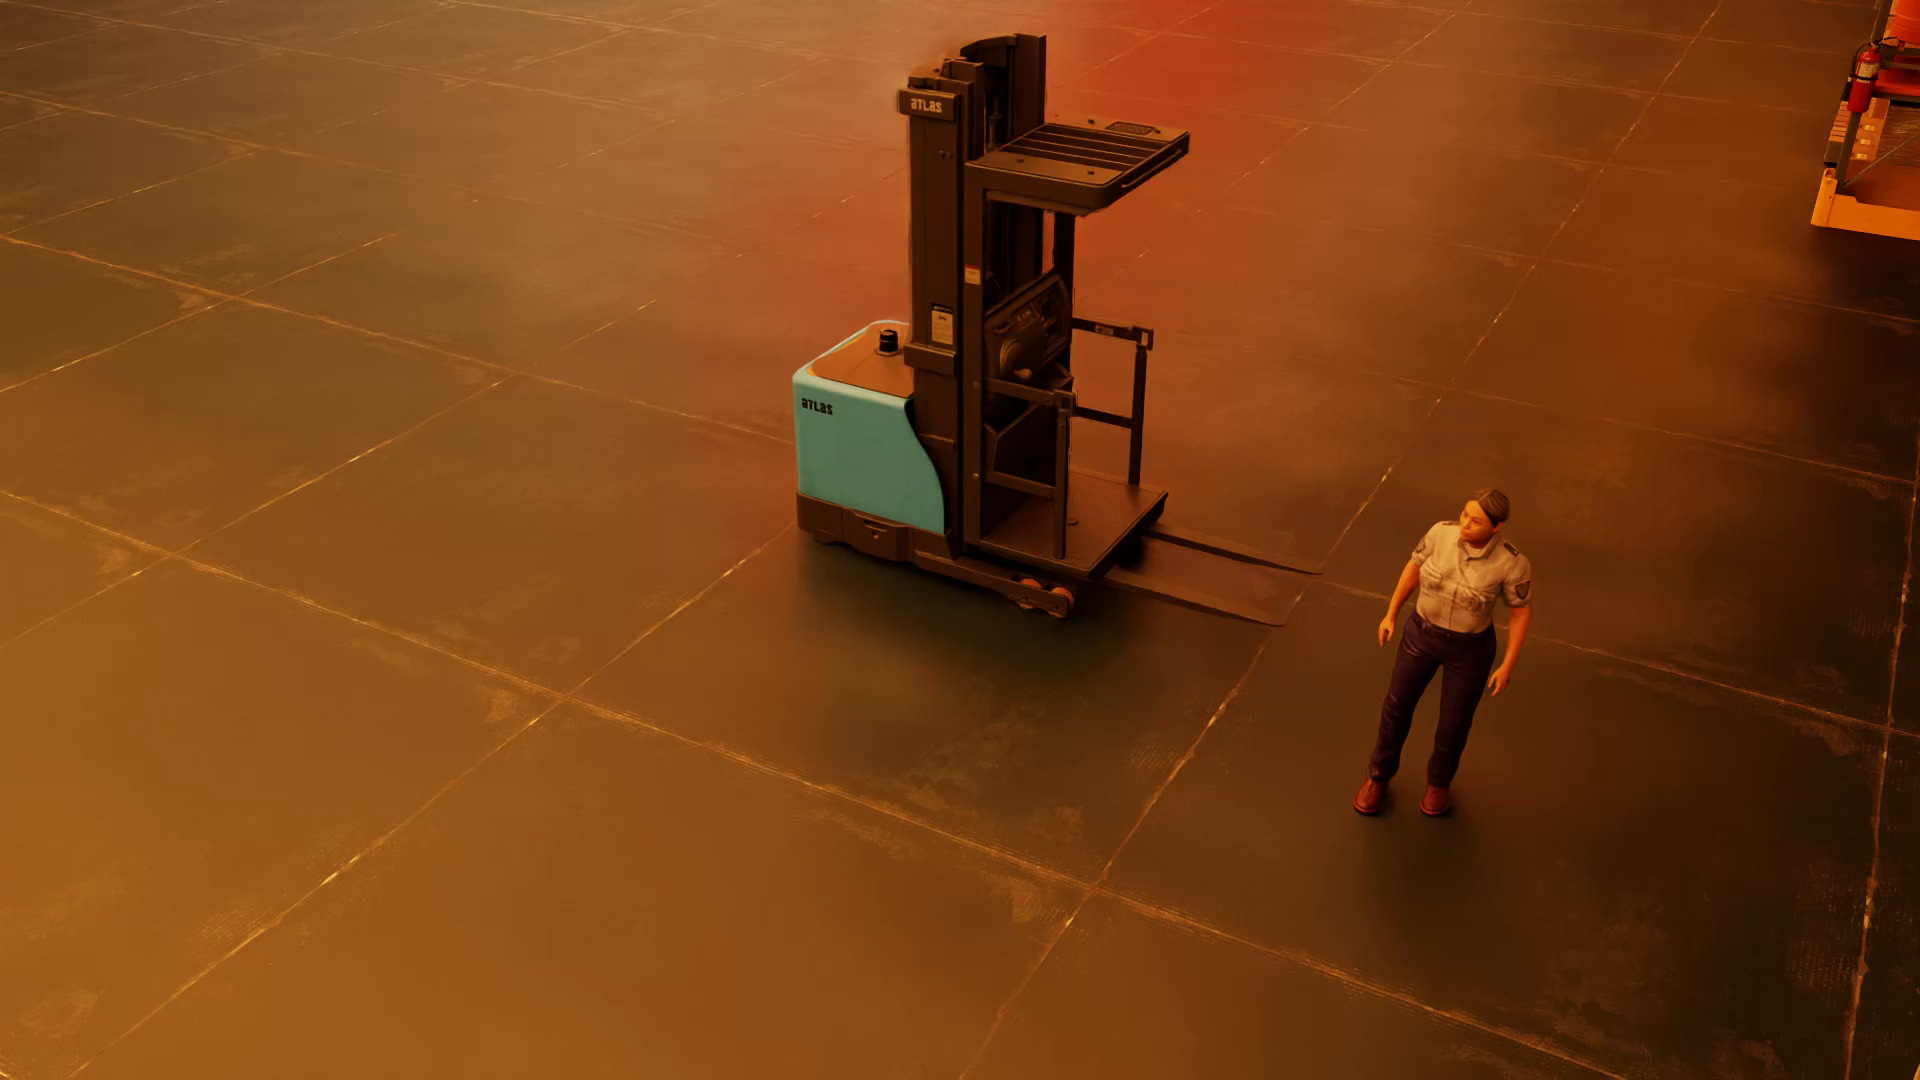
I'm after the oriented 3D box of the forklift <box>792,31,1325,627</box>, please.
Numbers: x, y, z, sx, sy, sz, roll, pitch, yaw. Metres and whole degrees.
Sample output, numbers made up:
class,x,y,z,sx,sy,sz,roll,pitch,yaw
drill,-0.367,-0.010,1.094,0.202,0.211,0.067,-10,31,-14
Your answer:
class,x,y,z,sx,sy,sz,roll,pitch,yaw
forklift,0.554,-1.140,9.046,3.031,2.935,1.130,16,34,25

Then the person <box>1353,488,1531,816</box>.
class,x,y,z,sx,sy,sz,roll,pitch,yaw
person,2.164,0.519,7.455,0.632,1.652,0.492,18,34,28
